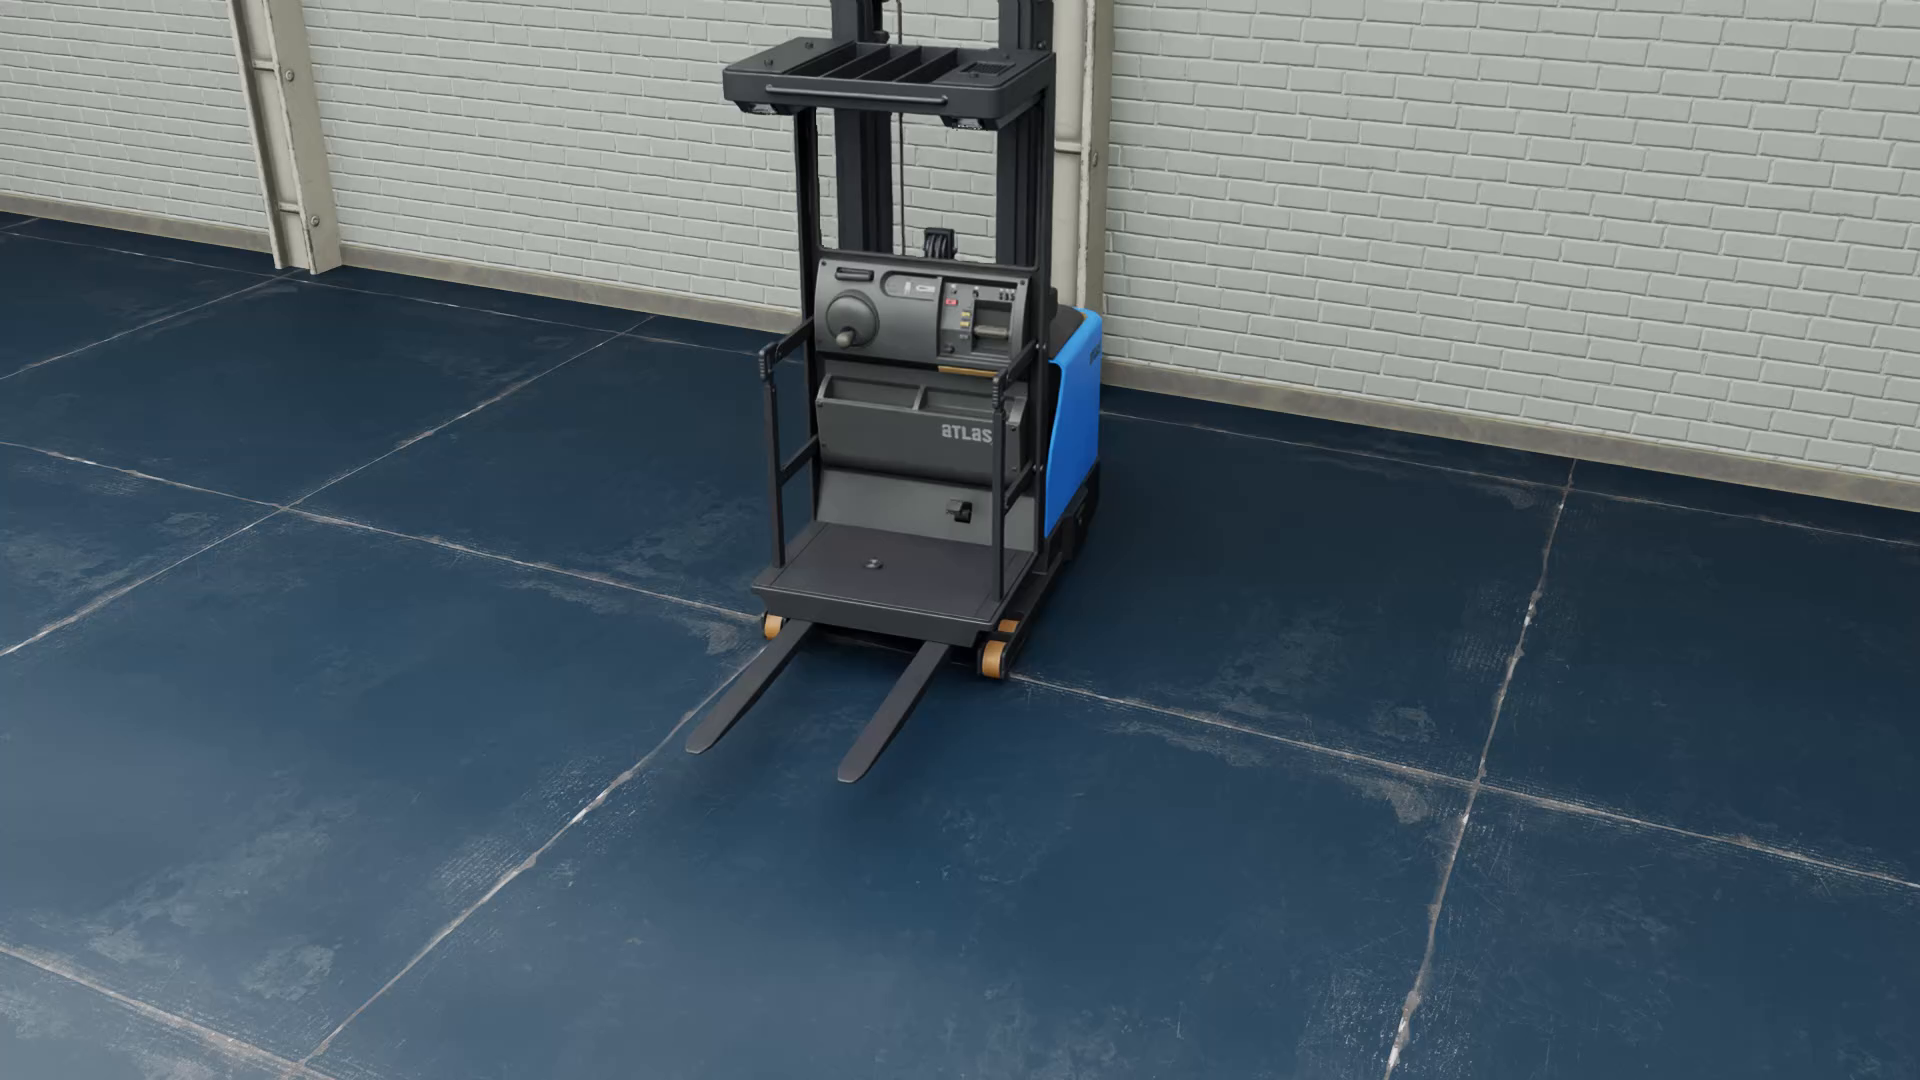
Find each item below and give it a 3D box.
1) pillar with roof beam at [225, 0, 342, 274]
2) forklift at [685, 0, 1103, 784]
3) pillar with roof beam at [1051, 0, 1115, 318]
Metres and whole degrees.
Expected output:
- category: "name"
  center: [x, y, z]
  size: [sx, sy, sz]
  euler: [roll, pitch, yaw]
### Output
- category: "pillar with roof beam"
  center: [-6.629, -4.353, 6.903]
  size: [0.400, 9.000, 9.100]
  euler: [11, 28, 22]
- category: "forklift"
  center: [-0.233, -0.924, 6.809]
  size: [1.130, 2.935, 3.031]
  euler: [8, 27, 16]
- category: "pillar with roof beam"
  center: [-1.167, -3.256, 4.675]
  size: [0.400, 9.000, 9.100]
  euler: [11, 28, 22]
